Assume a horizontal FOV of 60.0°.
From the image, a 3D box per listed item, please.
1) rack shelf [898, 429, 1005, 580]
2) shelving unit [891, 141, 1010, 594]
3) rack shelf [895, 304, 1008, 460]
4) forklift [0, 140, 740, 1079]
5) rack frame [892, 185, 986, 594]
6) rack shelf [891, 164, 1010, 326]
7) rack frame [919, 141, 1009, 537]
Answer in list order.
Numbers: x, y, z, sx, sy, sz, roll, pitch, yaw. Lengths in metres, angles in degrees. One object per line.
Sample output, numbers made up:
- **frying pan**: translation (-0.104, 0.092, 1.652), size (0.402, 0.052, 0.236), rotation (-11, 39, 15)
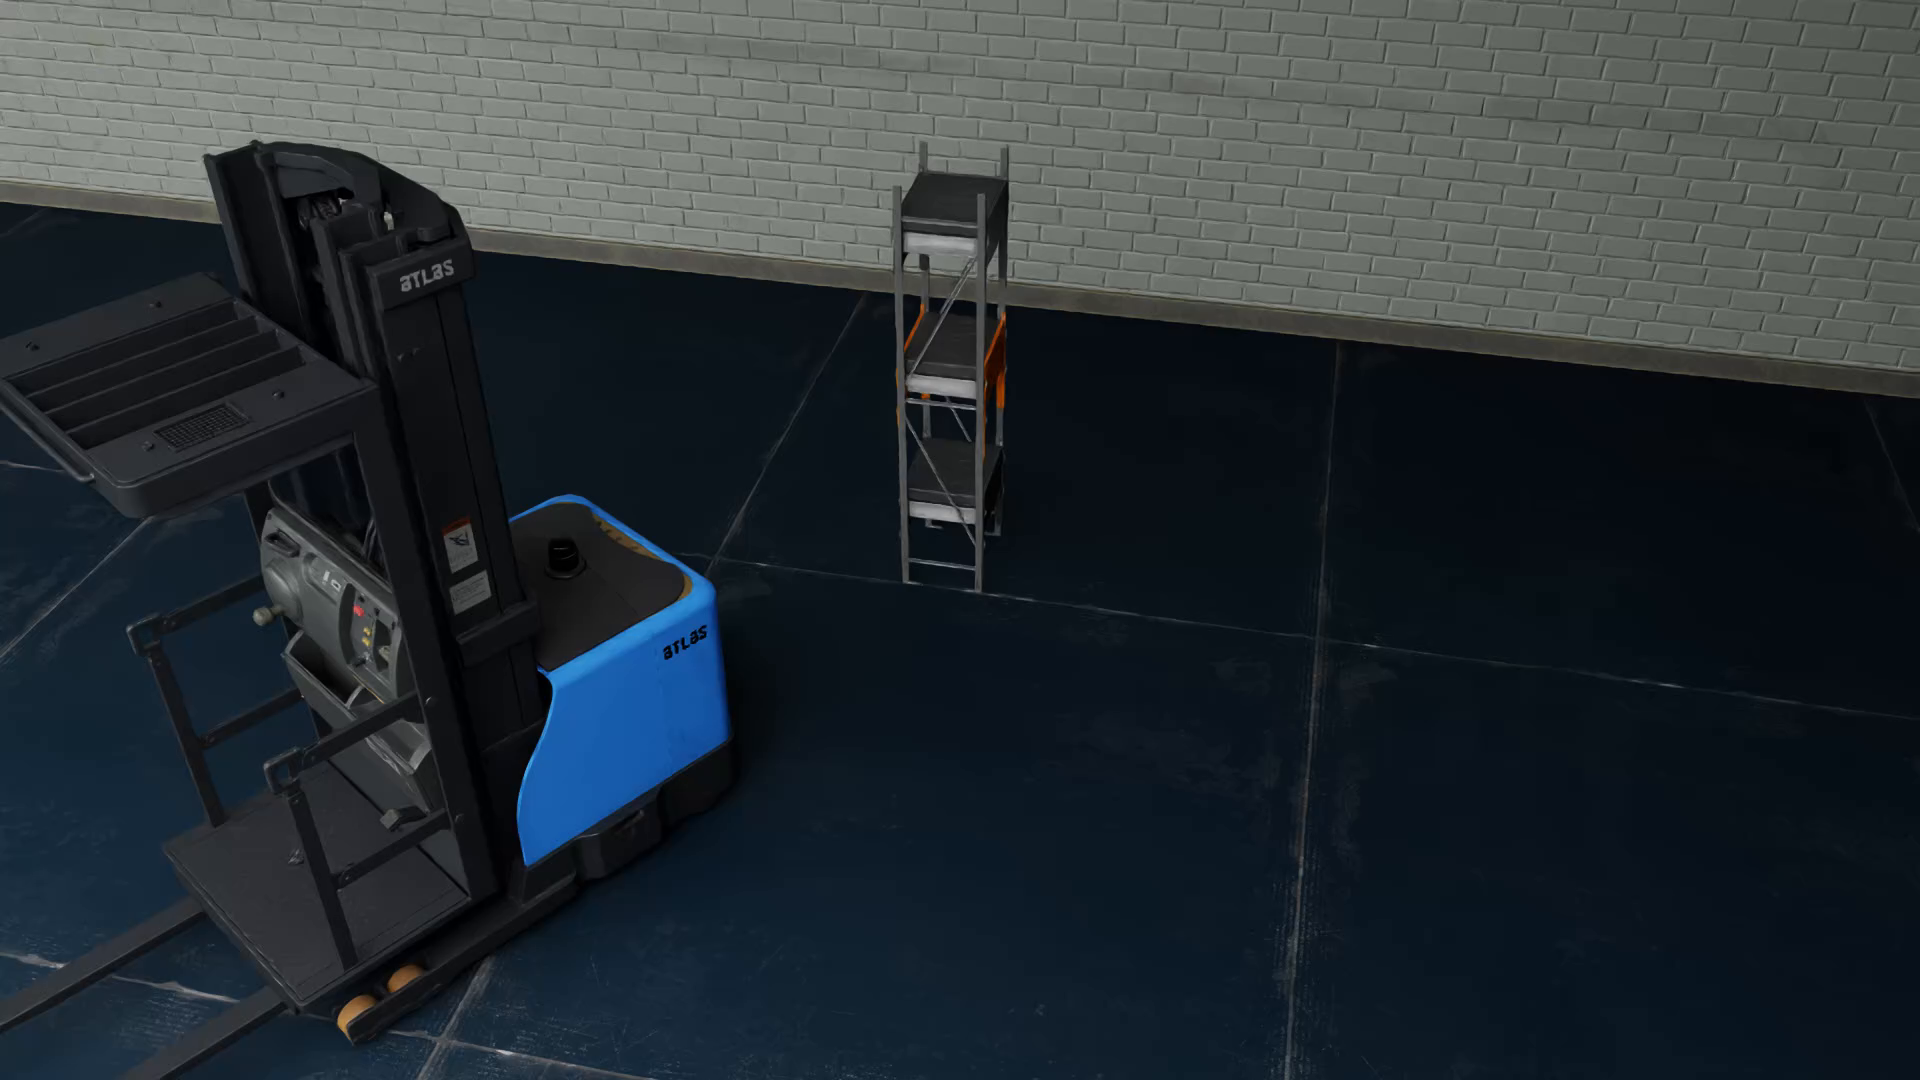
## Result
- **rack shelf**: translation (-0.035, -0.177, 8.192), size (0.431, 0.518, 0.480), rotation (7, 37, 10)
- **shelving unit**: translation (-0.035, -0.755, 7.773), size (0.431, 2.100, 0.503), rotation (7, 37, 10)
- **rack shelf**: translation (-0.035, -0.744, 7.781), size (0.431, 0.518, 0.480), rotation (7, 37, 10)
- **forklift**: translation (-2.318, 0.284, 5.631), size (1.130, 2.935, 3.031), rotation (30, 45, 34)
- **rack frame**: translation (-0.087, -0.615, 7.580), size (0.400, 2.100, 0.015), rotation (7, 37, 10)
- **rack shelf**: translation (-0.035, -1.311, 7.370), size (0.431, 0.518, 0.480), rotation (7, 37, 10)
- **rack frame**: translation (0.017, -0.895, 7.966), size (0.400, 2.100, 0.015), rotation (7, 37, 10)
